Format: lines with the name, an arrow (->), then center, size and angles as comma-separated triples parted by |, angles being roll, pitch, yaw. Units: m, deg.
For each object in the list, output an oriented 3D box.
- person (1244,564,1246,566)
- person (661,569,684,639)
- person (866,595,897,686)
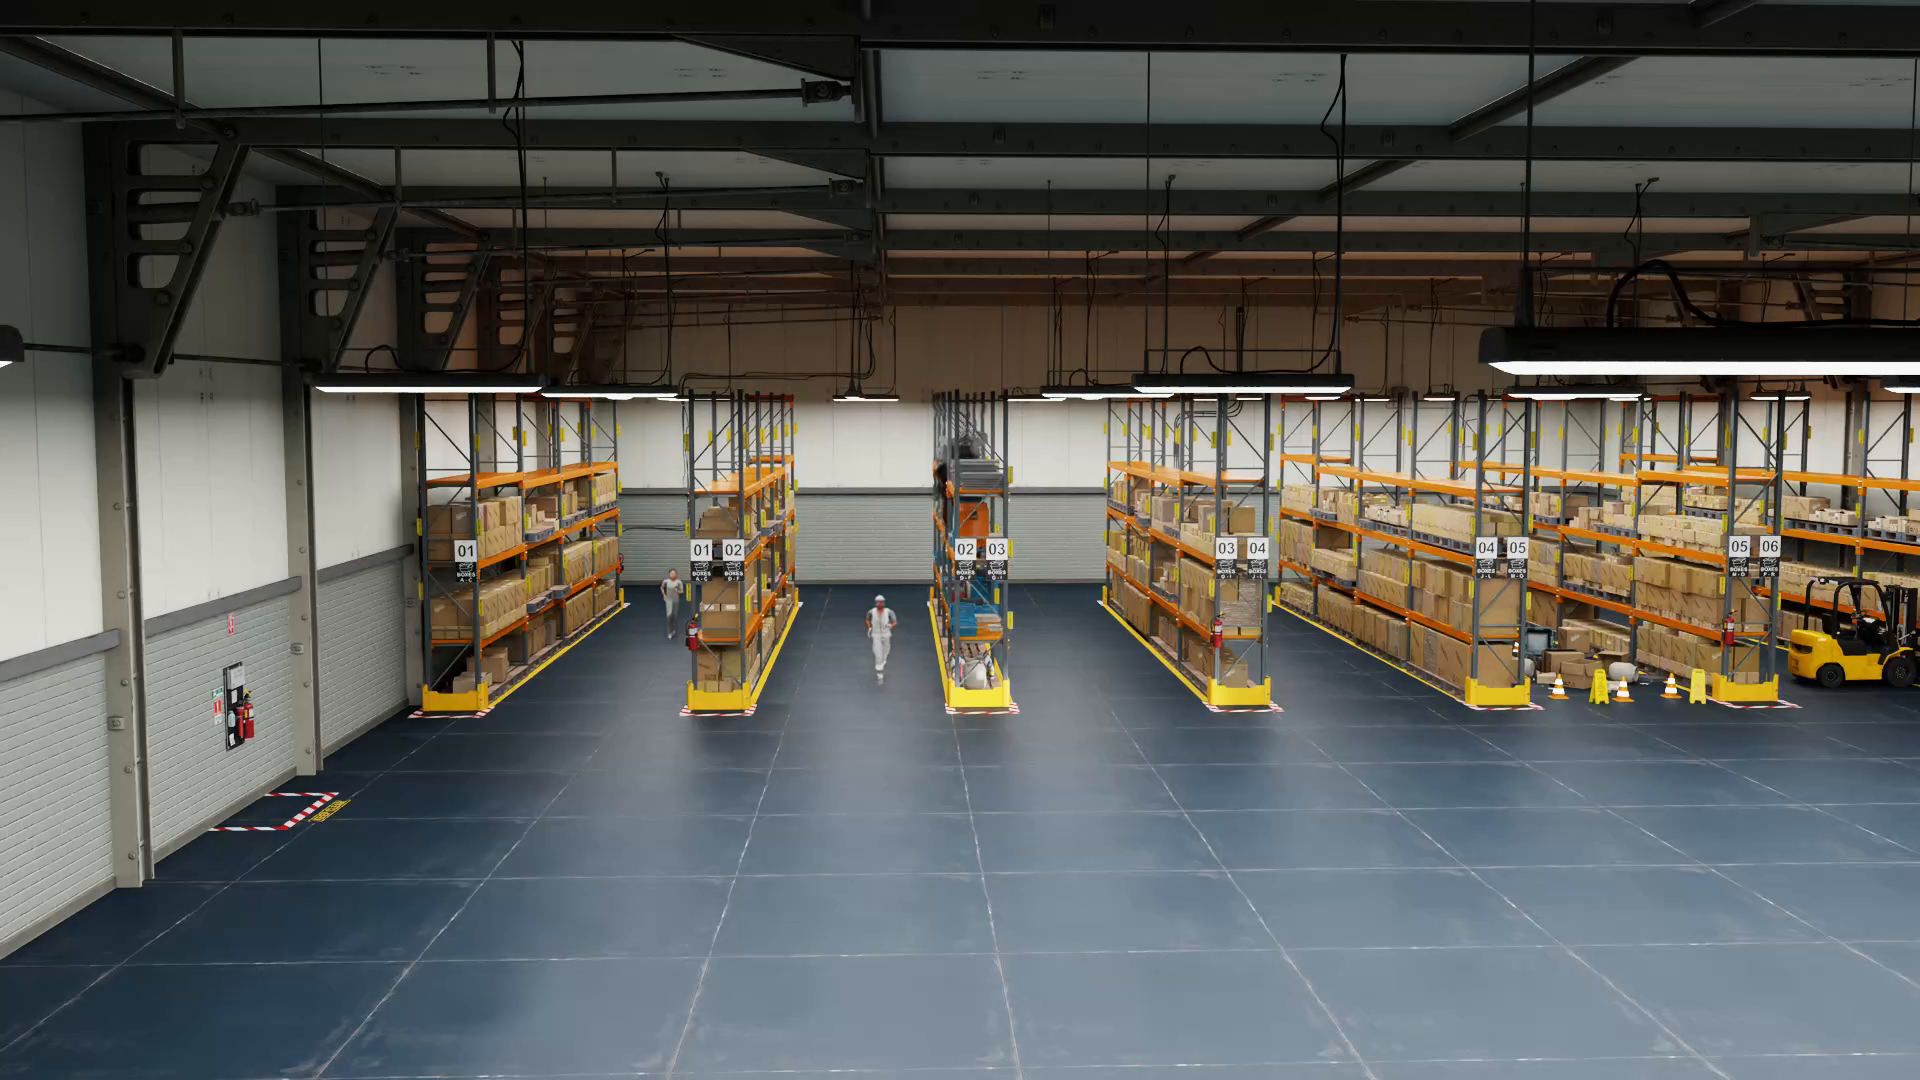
person -> 8.532, 0.972, 48.375 | 0.594, 1.644, 0.779 | 3, 6, 37
person -> -7.062, 1.563, 40.873 | 0.545, 1.726, 0.758 | -1, 5, -15
person -> -1.604, 2.031, 34.219 | 0.634, 1.803, 0.929 | -1, 5, -7
